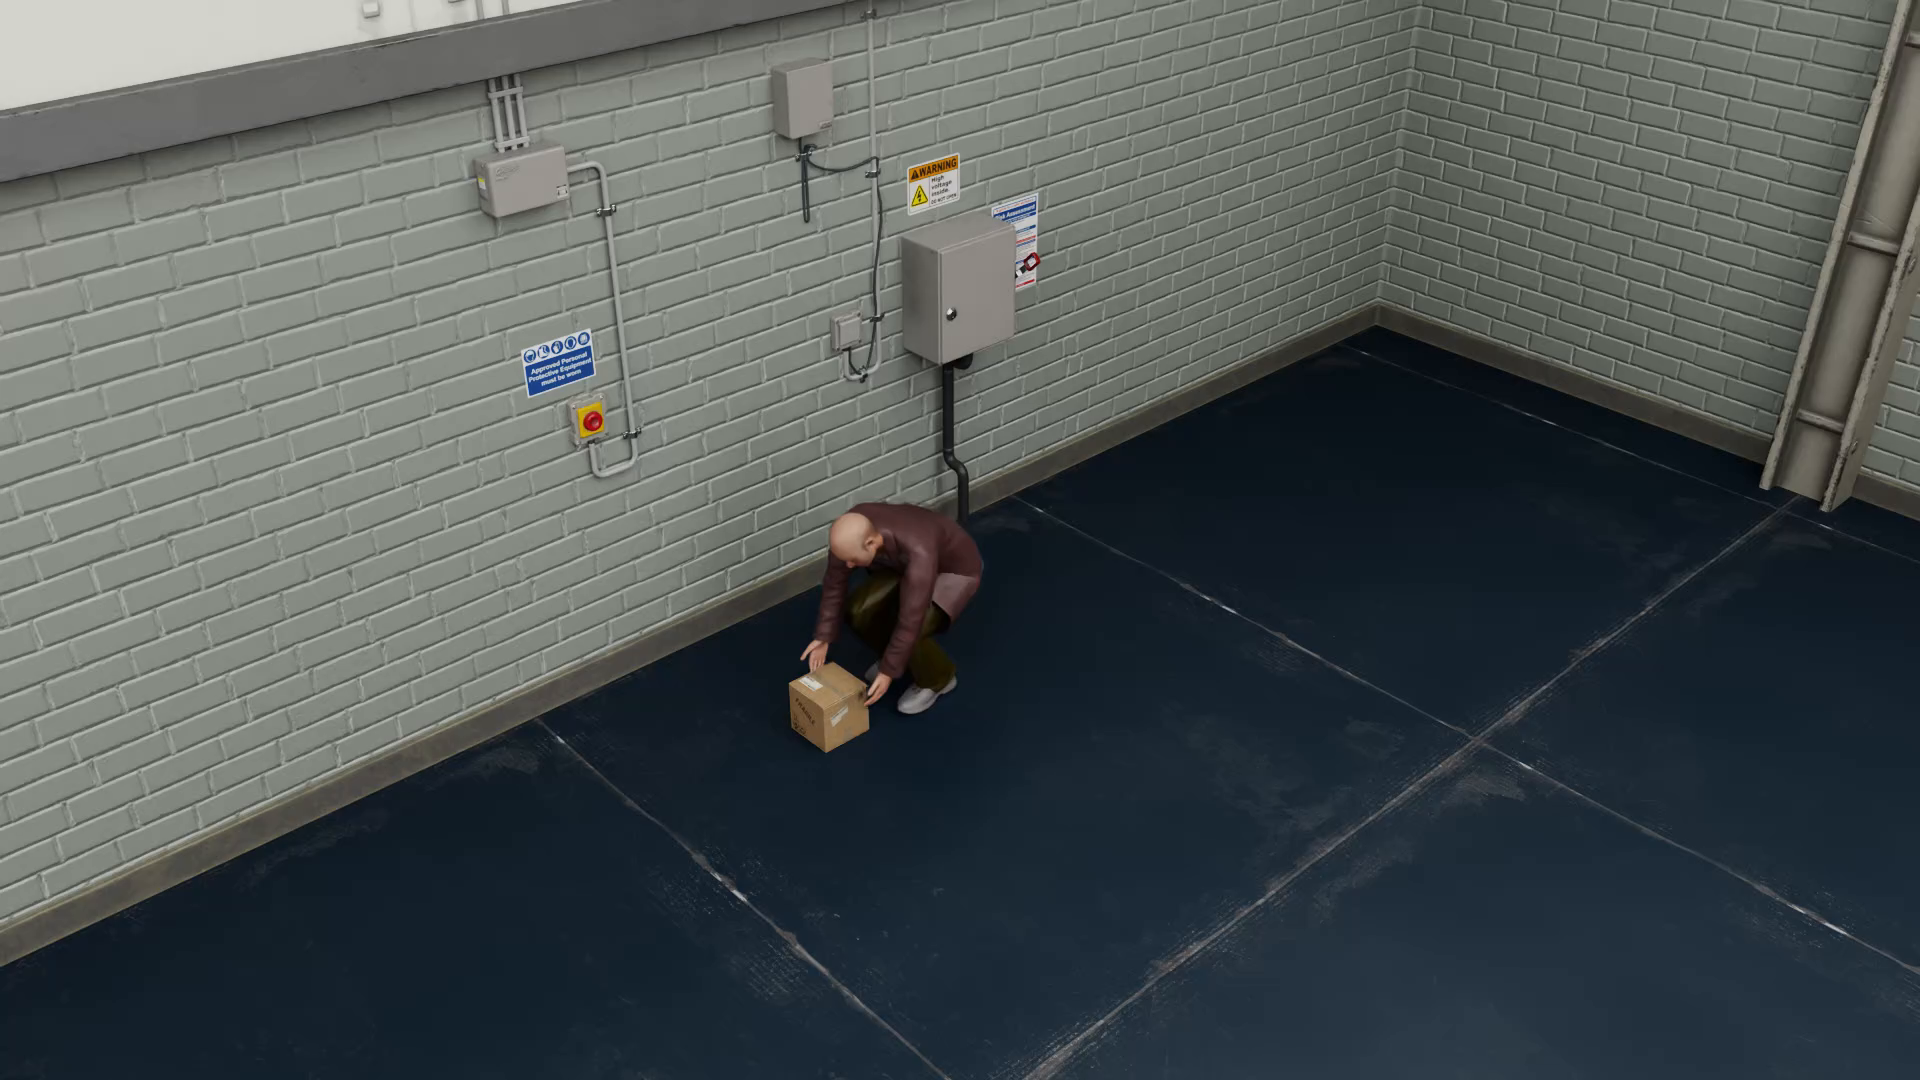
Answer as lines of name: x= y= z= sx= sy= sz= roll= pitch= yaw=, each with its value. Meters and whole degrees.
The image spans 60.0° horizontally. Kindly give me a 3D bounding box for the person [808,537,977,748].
person: x=-0.325 y=0.407 z=7.476 sx=0.937 sy=0.816 sz=0.570 roll=-27 pitch=40 yaw=-36
